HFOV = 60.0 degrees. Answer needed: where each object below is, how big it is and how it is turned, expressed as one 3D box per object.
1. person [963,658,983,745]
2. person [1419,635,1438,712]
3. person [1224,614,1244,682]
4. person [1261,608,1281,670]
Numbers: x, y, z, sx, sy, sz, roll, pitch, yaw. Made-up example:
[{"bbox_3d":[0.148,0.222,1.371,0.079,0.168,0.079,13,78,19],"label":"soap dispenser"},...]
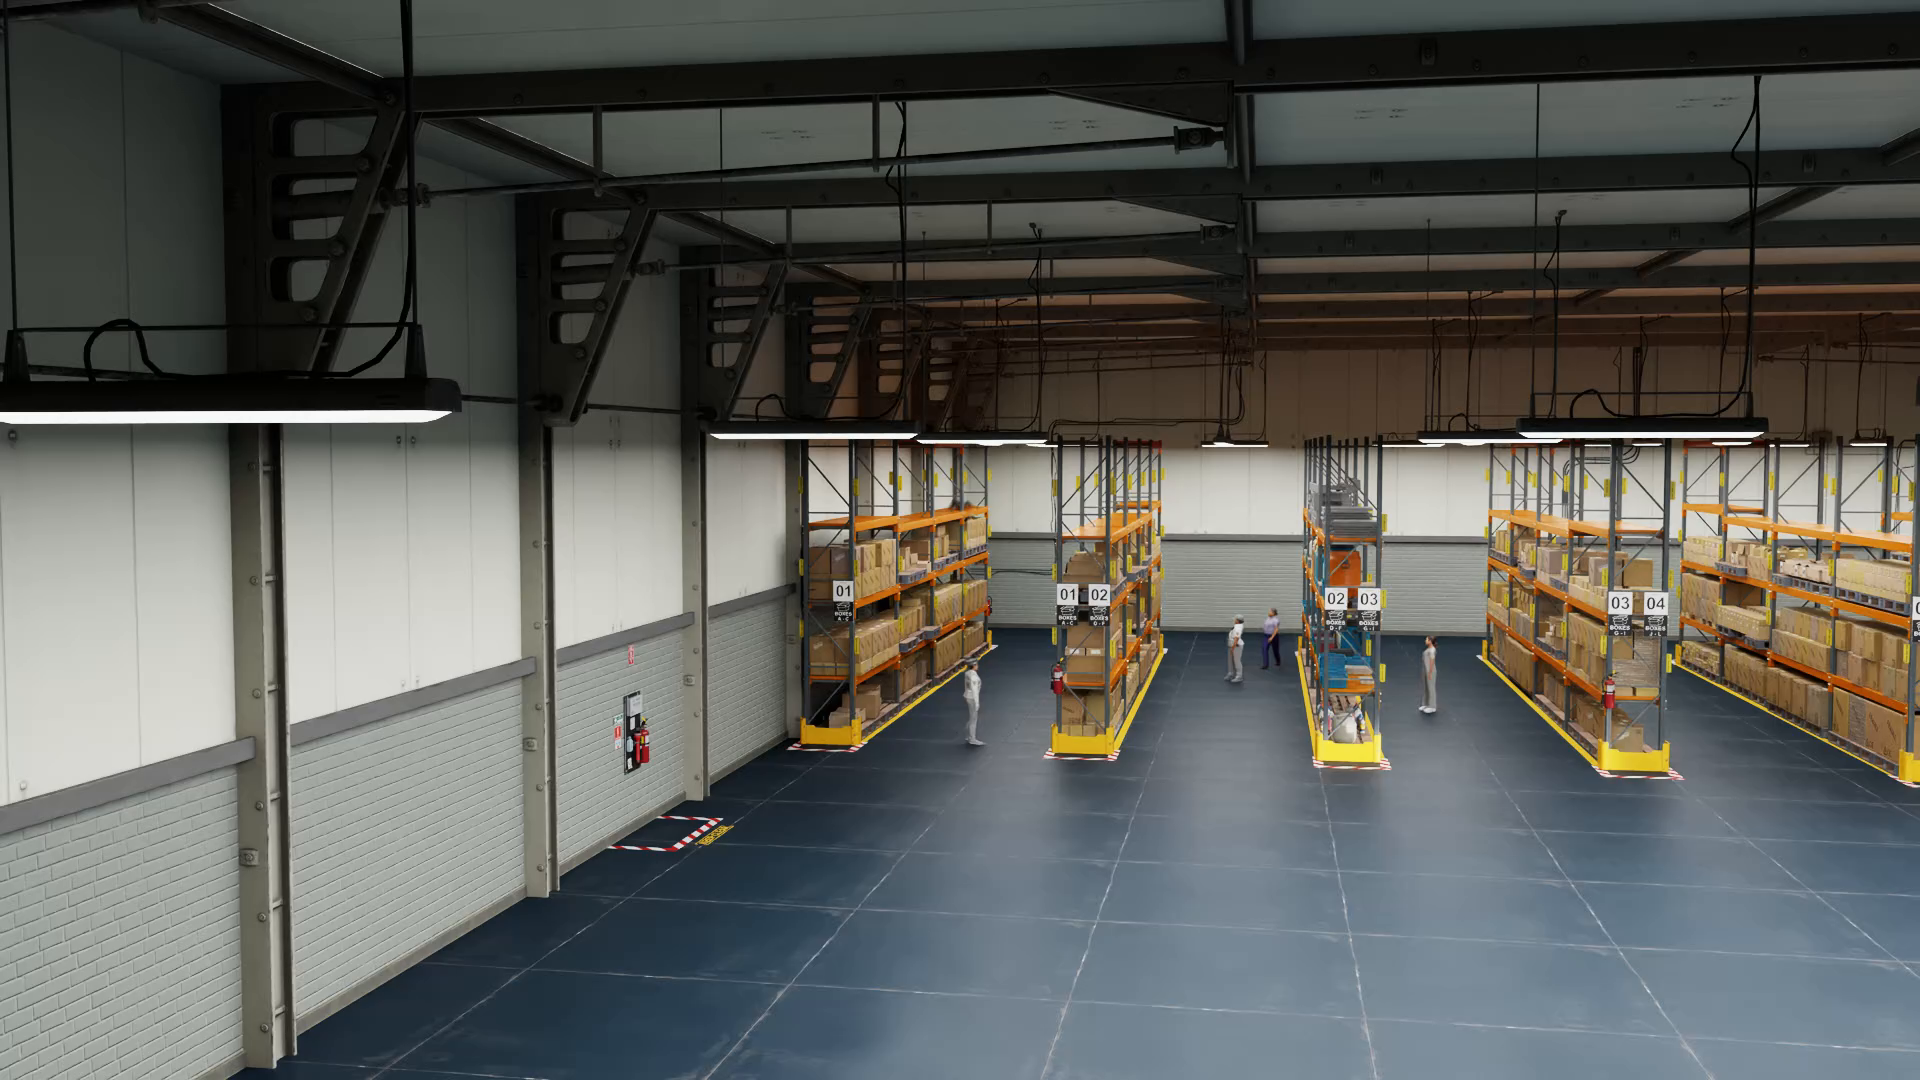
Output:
[{"bbox_3d":[0.249,3.171,32.416,0.341,1.763,0.554,-1,3,-15],"label":"person"},{"bbox_3d":[10.266,2.910,36.409,0.373,1.675,0.483,0,3,-9],"label":"person"},{"bbox_3d":[6.816,2.668,41.242,0.459,1.648,0.540,0,3,-8],"label":"person"},{"bbox_3d":[8.143,2.582,43.461,0.454,1.582,0.964,1,3,24],"label":"person"}]
